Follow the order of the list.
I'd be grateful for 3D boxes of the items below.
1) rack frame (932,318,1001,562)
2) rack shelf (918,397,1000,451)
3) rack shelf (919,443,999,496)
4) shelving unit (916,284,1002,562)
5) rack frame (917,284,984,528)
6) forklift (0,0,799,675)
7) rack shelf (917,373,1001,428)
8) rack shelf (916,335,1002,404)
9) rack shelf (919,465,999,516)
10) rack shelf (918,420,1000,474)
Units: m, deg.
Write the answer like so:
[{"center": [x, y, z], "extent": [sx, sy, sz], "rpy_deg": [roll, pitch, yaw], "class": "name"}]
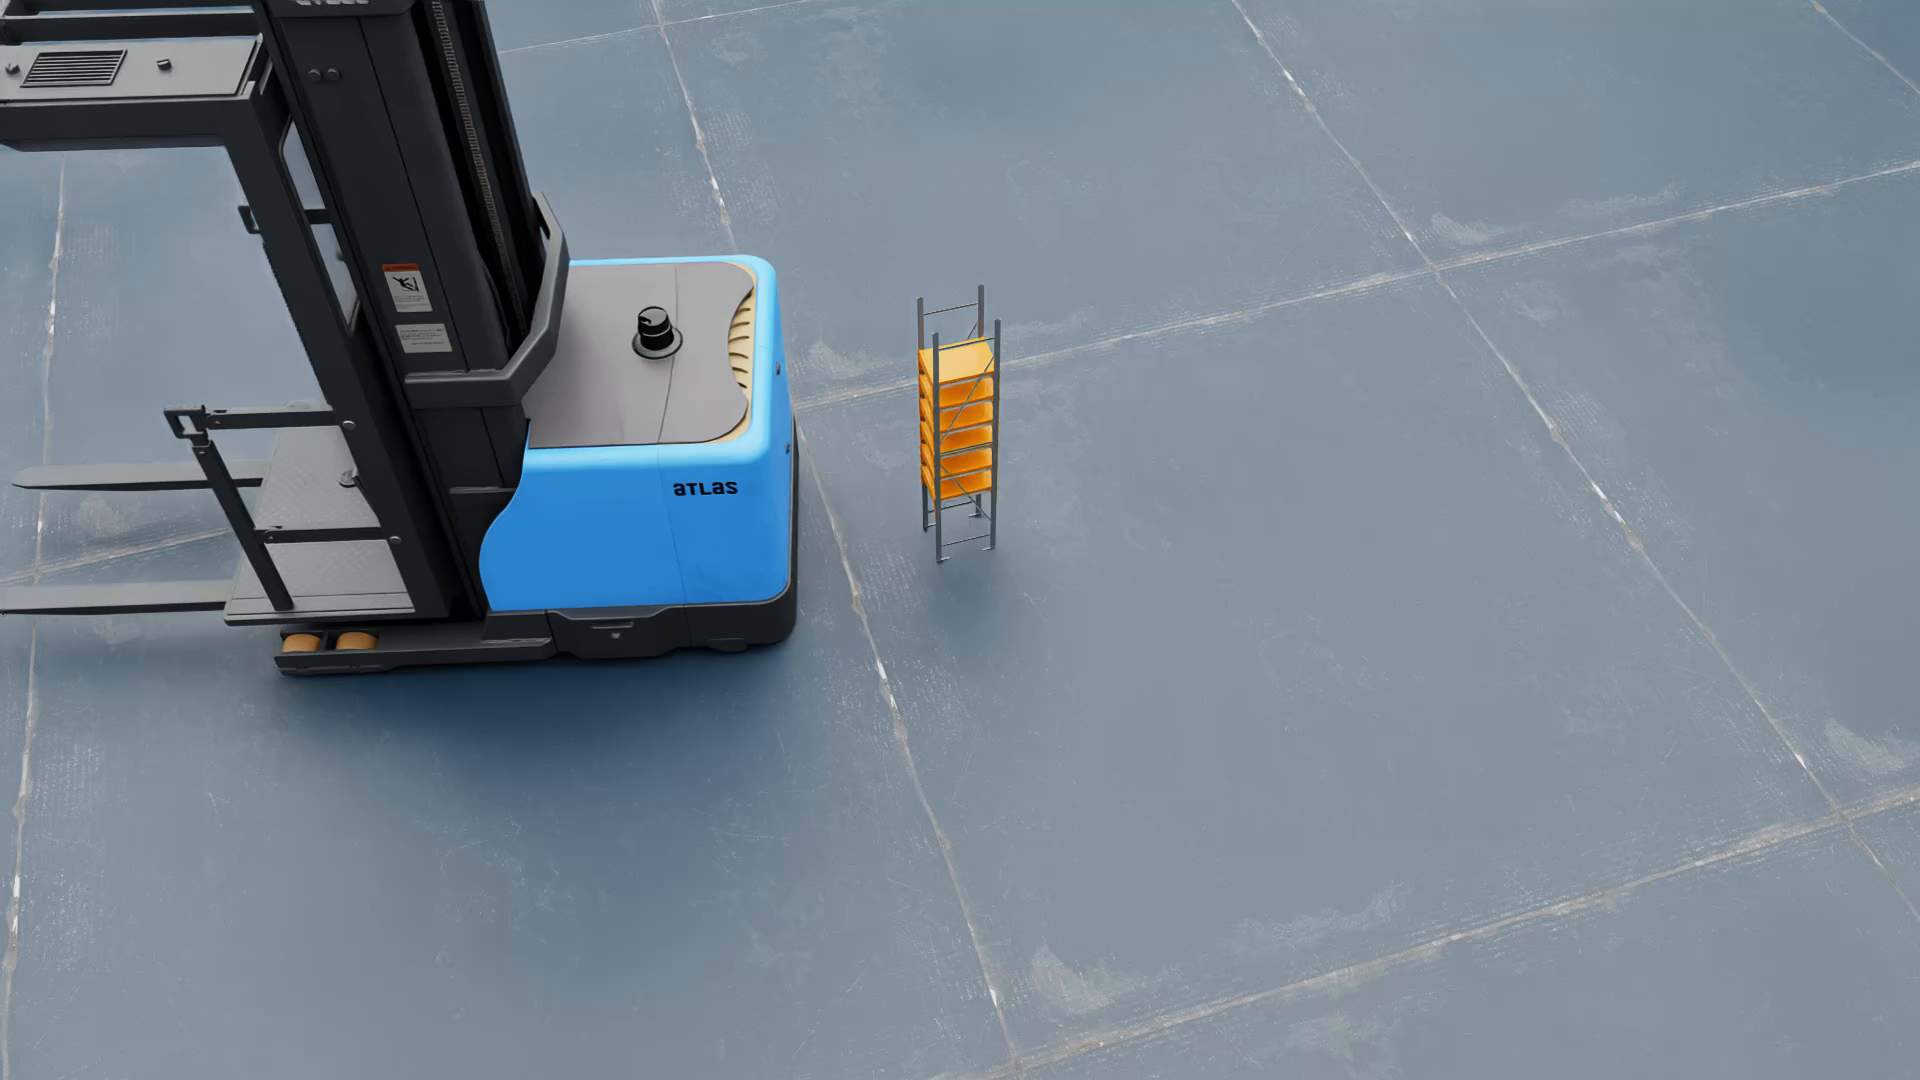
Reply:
[{"center": [0.023, -0.330, 6.034], "extent": [0.240, 1.200, 0.006], "rpy_deg": [-13, 51, -11], "class": "rack frame"}, {"center": [-0.004, -0.446, 6.032], "extent": [0.258, 0.103, 0.180], "rpy_deg": [-13, 51, -11], "class": "rack shelf"}, {"center": [-0.004, -0.291, 6.216], "extent": [0.258, 0.103, 0.180], "rpy_deg": [-13, 51, -11], "class": "rack shelf"}, {"center": [-0.004, -0.397, 6.090], "extent": [0.258, 1.200, 0.189], "rpy_deg": [-13, 51, -11], "class": "shelving unit"}, {"center": [-0.031, -0.464, 6.146], "extent": [0.240, 1.200, 0.006], "rpy_deg": [-13, 51, -11], "class": "rack frame"}, {"center": [-2.145, -0.865, 5.352], "extent": [3.031, 2.935, 1.130], "rpy_deg": [-2, 50, -2], "class": "forklift"}, {"center": [-0.004, -0.523, 5.940], "extent": [0.258, 0.103, 0.180], "rpy_deg": [-13, 51, -11], "class": "rack shelf"}, {"center": [-0.004, -0.601, 5.849], "extent": [0.258, 0.103, 0.180], "rpy_deg": [-13, 51, -11], "class": "rack shelf"}, {"center": [-0.004, -0.214, 6.307], "extent": [0.258, 0.103, 0.180], "rpy_deg": [-13, 51, -11], "class": "rack shelf"}, {"center": [-0.004, -0.369, 6.124], "extent": [0.258, 0.103, 0.180], "rpy_deg": [-13, 51, -11], "class": "rack shelf"}]
